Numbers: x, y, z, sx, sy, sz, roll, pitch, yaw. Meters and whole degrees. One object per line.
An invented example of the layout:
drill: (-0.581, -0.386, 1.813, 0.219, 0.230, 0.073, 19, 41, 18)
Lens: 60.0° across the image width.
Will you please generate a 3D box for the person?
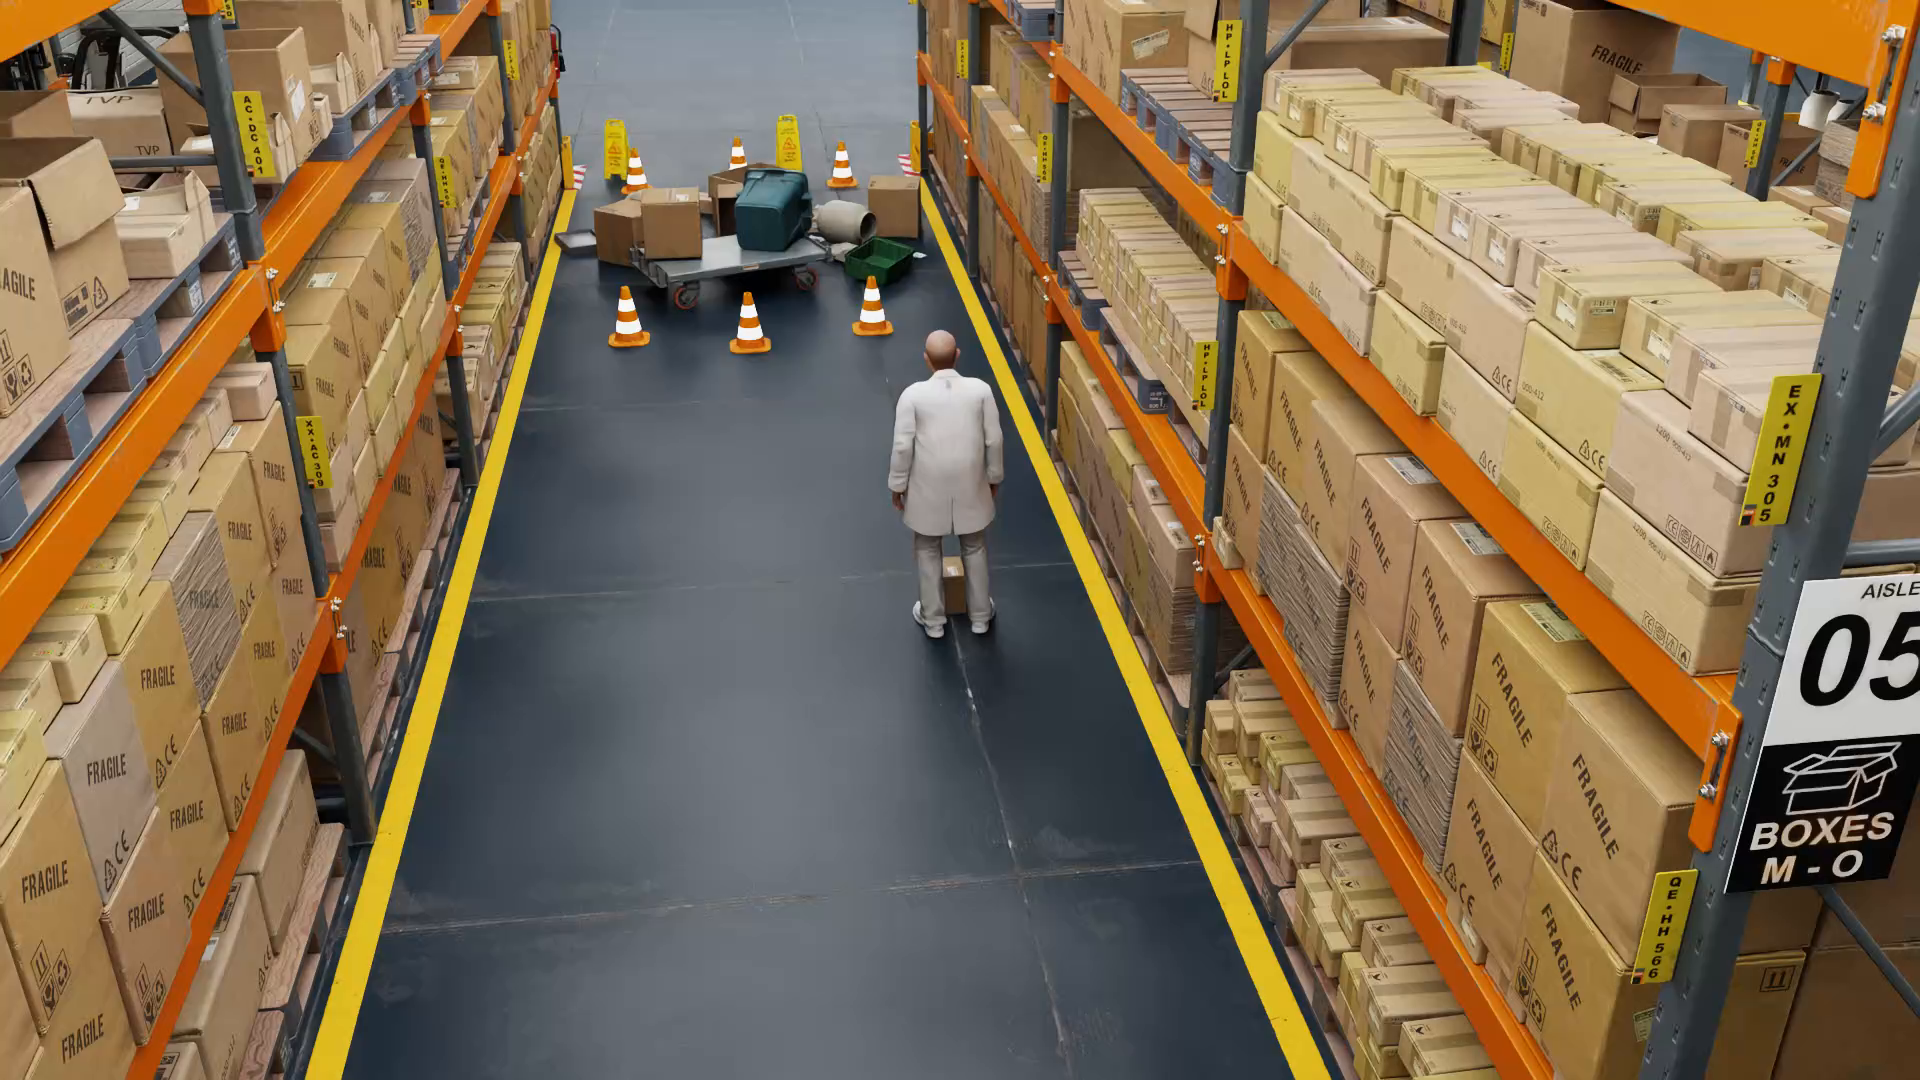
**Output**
person: (-0.075, -0.303, 9.233, 0.654, 1.775, 0.420, -5, 27, -9)
